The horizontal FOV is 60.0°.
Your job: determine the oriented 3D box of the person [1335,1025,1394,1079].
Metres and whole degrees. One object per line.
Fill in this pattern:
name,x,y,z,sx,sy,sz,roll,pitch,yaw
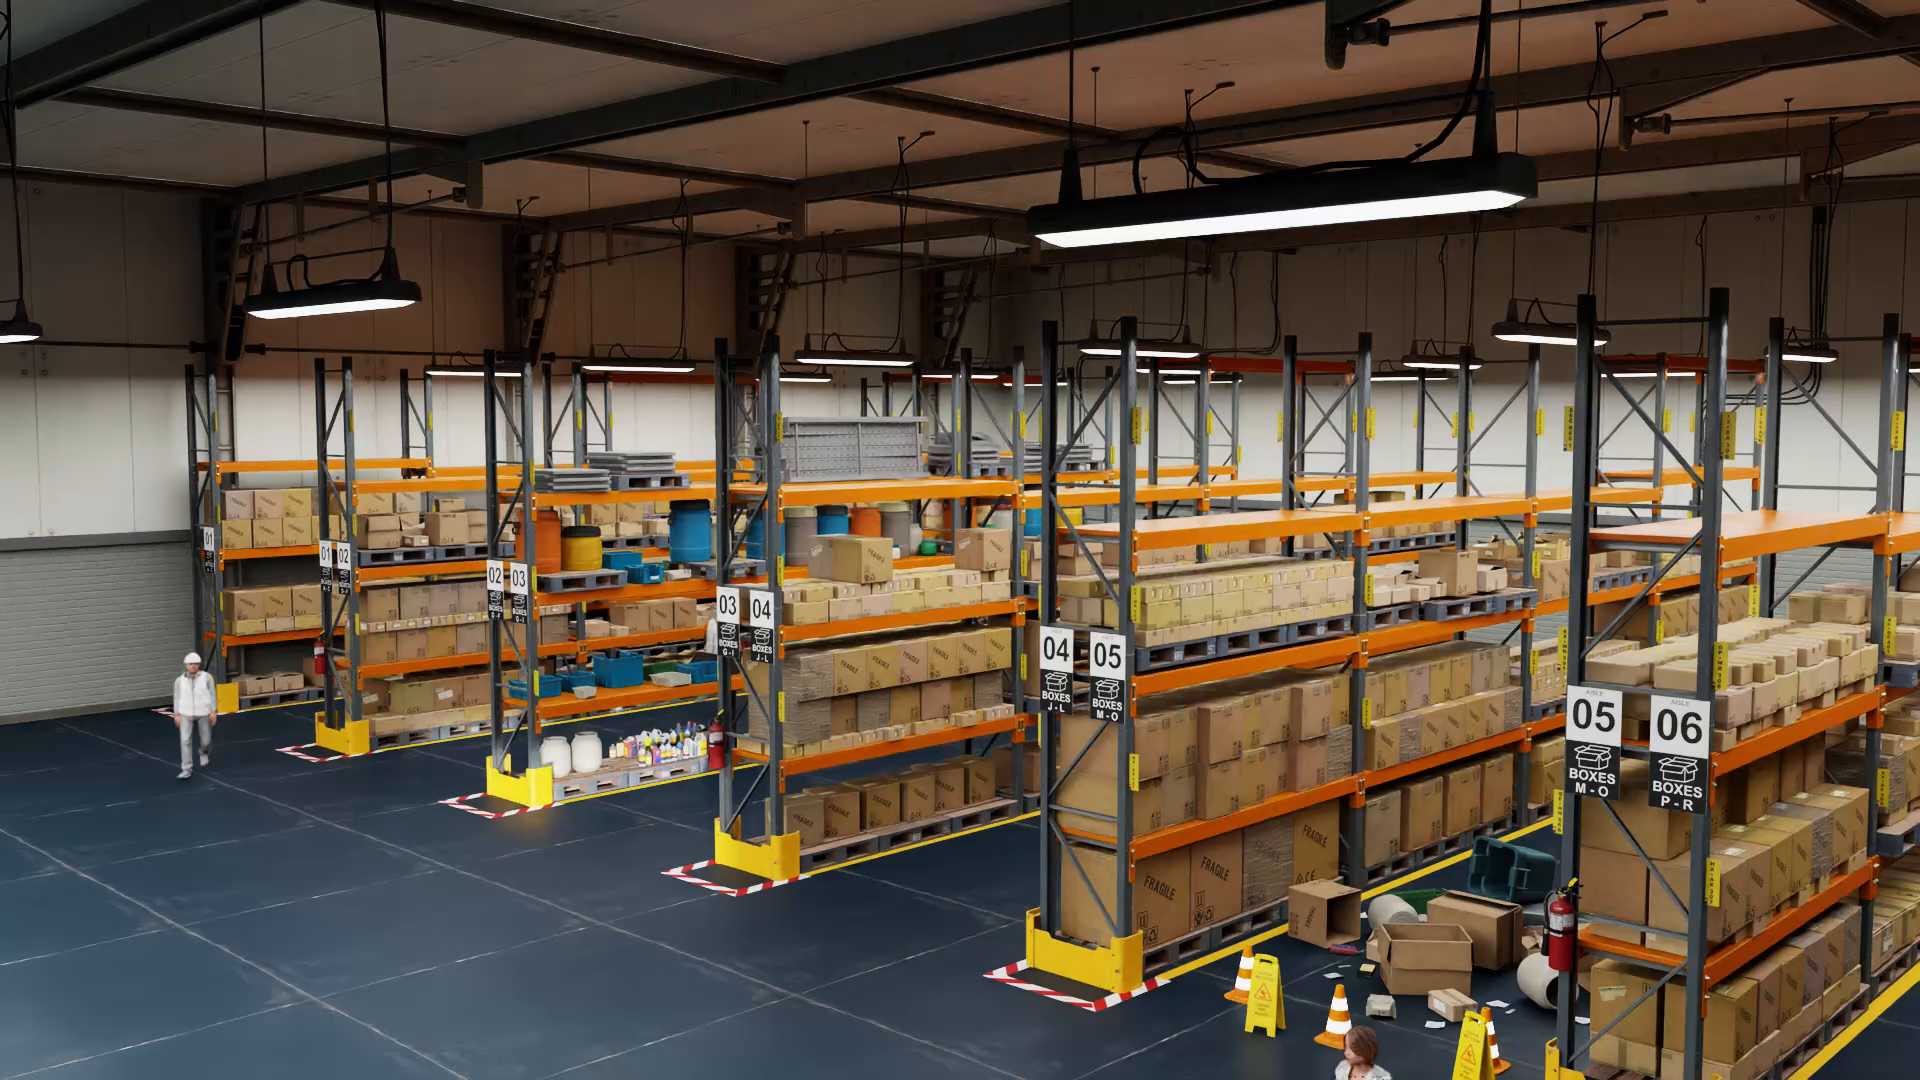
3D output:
person,2.329,3.641,9.726,0.448,1.522,0.893,4,6,40

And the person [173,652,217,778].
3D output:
person,-10.921,2.469,23.745,0.577,1.747,0.893,-1,5,-18

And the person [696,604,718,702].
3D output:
person,-4.187,1.920,28.453,0.558,1.632,0.766,1,5,17
